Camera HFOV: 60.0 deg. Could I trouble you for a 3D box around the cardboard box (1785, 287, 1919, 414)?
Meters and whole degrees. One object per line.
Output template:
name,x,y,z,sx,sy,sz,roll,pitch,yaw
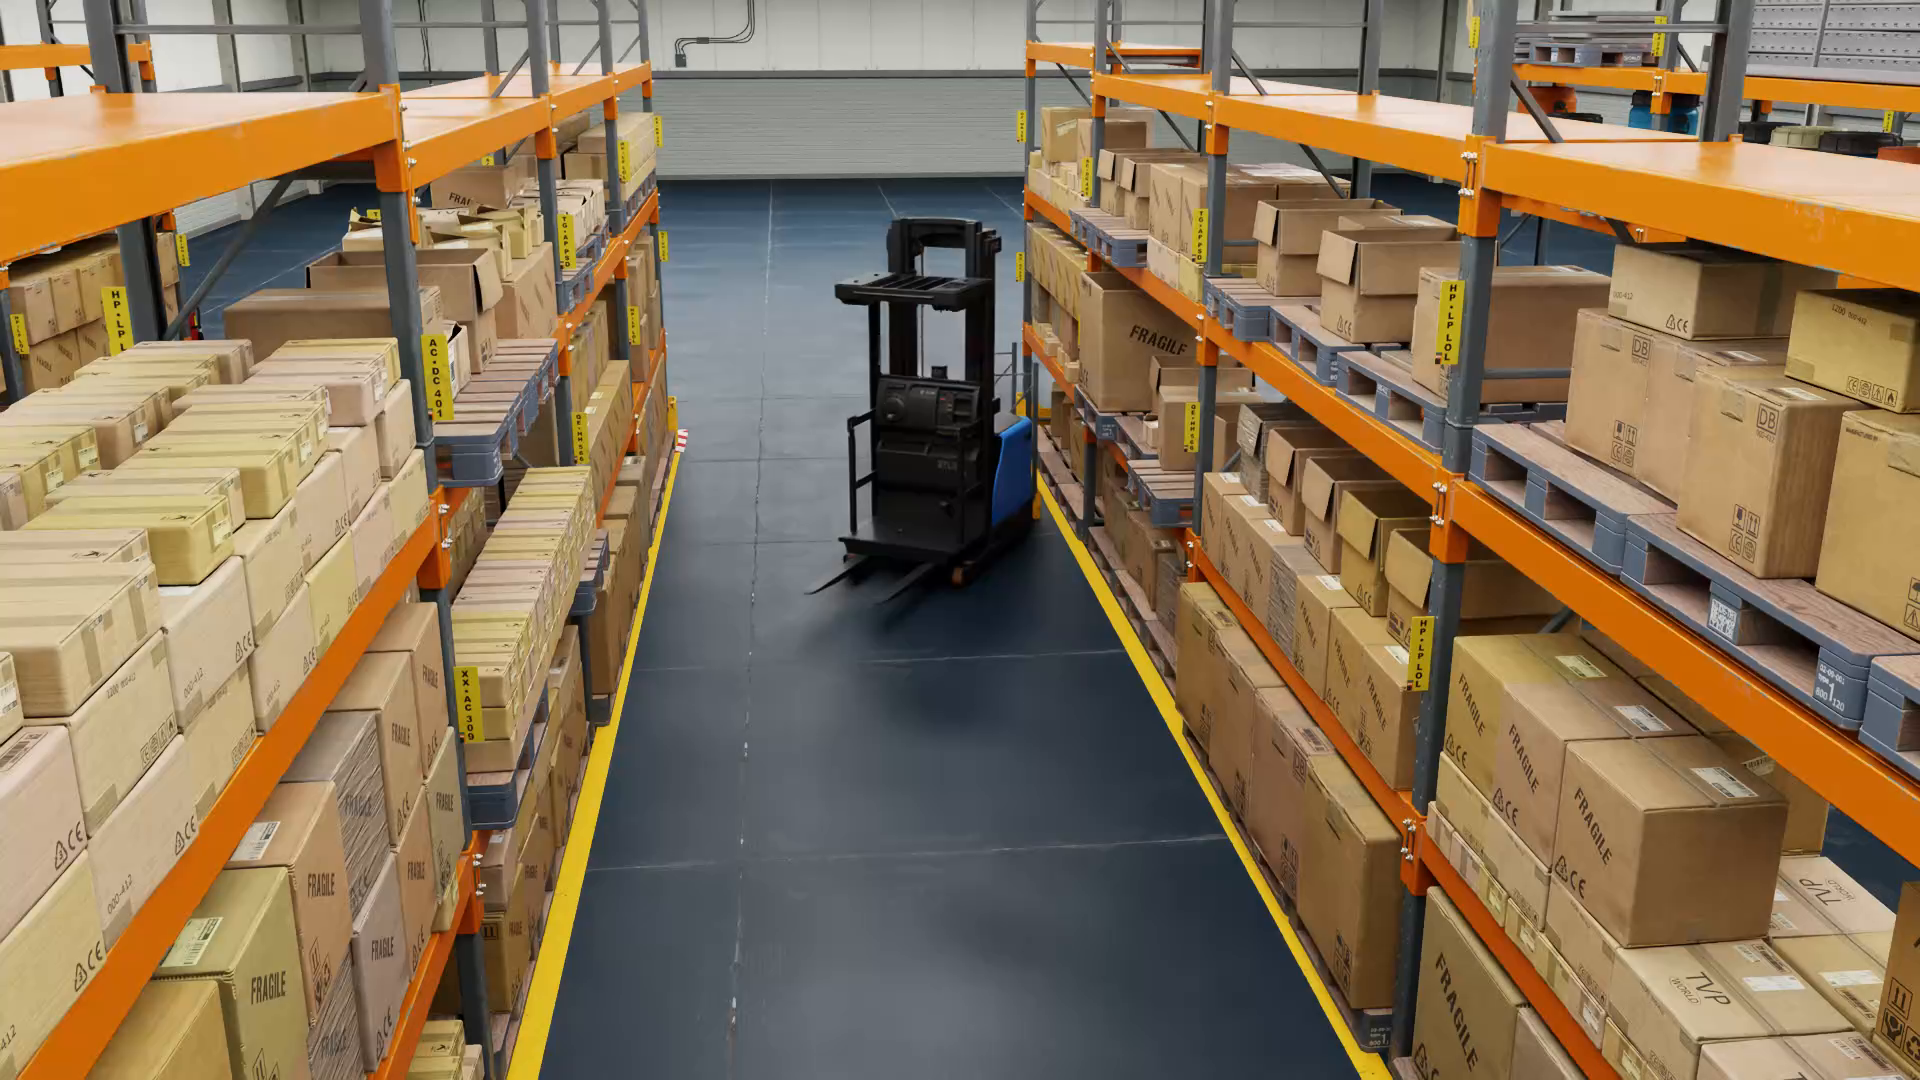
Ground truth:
cardboard box,2.657,-0.529,4.560,0.500,0.250,0.500,-2,18,-7

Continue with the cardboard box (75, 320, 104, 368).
cardboard box,-8.121,-1.740,15.047,0.500,0.500,0.500,-2,18,-6

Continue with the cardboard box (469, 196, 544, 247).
cardboard box,-2.613,-1.834,9.559,0.396,0.266,0.258,-2,18,-6

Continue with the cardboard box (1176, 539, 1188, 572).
cardboard box,1.867,0.043,12.220,0.500,0.250,0.500,0,17,1

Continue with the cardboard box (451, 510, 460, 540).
cardboard box,-2.981,-0.091,9.185,0.380,0.149,0.250,-3,18,-8

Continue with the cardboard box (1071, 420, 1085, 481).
cardboard box,1.408,-0.899,16.504,0.500,0.500,0.500,-3,18,-11

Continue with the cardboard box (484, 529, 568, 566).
cardboard box,-2.276,0.050,8.735,0.380,0.149,0.250,-1,17,-3

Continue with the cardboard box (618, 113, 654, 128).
cardboard box,-3.366,-4.336,17.193,0.380,0.149,0.250,-2,18,-5

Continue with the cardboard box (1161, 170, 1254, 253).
cardboard box,1.669,-2.230,11.263,0.500,0.500,0.500,-2,18,-6

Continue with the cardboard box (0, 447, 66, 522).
cardboard box,-2.584,-0.135,4.340,0.380,0.149,0.250,-2,18,-7

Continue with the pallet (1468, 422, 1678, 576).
pallet,2.517,-0.179,5.879,1.003,0.211,1.213,-2,18,-6

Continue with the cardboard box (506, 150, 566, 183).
cardboard box,-3.632,-3.183,14.185,0.500,0.250,0.500,-2,18,-6

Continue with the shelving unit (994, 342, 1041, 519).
shelving unit,0.397,-1.065,16.066,0.587,1.500,1.083,-3,18,-9

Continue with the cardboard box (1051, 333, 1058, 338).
cardboard box,1.133,-2.025,17.039,0.380,0.149,0.250,-2,18,-6

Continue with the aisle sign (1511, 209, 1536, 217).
aisle sign,6.420,-4.033,18.676,0.394,0.787,0.004,-2,18,-6

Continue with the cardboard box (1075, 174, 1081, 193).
cardboard box,1.248,-3.210,14.970,0.380,0.149,0.250,-3,18,-8

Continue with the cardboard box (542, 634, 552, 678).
cardboard box,-2.192,0.569,8.074,0.380,0.149,0.250,-3,18,-8

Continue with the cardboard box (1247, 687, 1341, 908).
cardboard box,2.264,1.323,8.801,1.225,0.875,0.875,-2,18,-8

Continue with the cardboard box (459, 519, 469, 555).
cardboard box,-3.003,-0.015,9.438,0.380,0.149,0.250,-2,18,-7

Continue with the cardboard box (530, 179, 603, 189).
cardboard box,-3.094,-2.697,13.133,0.500,0.250,0.500,-2,17,-5

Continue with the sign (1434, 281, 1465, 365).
sign,1.904,-0.842,6.456,0.100,0.325,0.005,-2,18,-6

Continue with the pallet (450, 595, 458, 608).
pallet,-2.669,0.577,8.651,1.003,0.211,1.213,-2,18,-6

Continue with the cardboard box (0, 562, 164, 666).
cardboard box,-1.883,0.157,3.412,0.380,0.149,0.250,-2,17,-5

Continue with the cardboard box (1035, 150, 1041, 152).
cardboard box,1.004,-4.070,17.710,0.380,0.149,0.250,-2,18,-6

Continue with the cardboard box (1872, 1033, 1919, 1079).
cardboard box,2.966,1.631,4.727,0.500,0.250,0.500,-2,18,-7

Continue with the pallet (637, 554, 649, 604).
pallet,-3.172,0.263,13.985,1.003,0.211,1.213,-2,18,-6

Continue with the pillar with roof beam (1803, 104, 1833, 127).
pillar with roof beam,11.399,-9.191,29.430,9.100,9.000,0.400,-2,18,-6

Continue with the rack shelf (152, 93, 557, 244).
rack shelf,-2.707,-1.835,7.868,1.077,0.370,4.000,-2,18,-6

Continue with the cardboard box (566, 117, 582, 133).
cardboard box,-3.944,-4.090,16.411,0.380,0.149,0.250,-2,17,-5

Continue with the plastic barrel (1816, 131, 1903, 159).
plastic barrel,6.948,-2.706,12.945,0.600,0.901,0.708,-2,18,-6

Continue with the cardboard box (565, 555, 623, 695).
cardboard box,-2.887,0.586,11.357,1.050,0.750,0.750,-2,18,-6

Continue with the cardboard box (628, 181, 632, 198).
cardboard box,-3.054,-3.050,14.428,0.380,0.149,0.250,-2,18,-5

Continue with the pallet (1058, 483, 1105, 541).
pallet,1.513,-0.286,15.736,1.003,0.211,1.213,-2,18,-6

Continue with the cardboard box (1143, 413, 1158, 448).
cardboard box,1.590,-0.851,12.402,0.396,0.266,0.258,-2,18,-7

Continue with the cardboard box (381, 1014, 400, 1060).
cardboard box,-2.076,1.599,5.495,0.380,0.149,0.250,-3,18,-8

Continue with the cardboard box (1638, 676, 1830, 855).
cardboard box,2.804,0.816,6.073,0.500,0.500,0.500,-2,18,-5

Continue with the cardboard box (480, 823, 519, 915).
cardboard box,-2.314,1.495,7.627,0.500,0.250,0.500,-3,18,-8

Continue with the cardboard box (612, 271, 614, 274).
cardboard box,-3.502,-2.153,14.972,0.875,0.550,0.550,-2,18,-6

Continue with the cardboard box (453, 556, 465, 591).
cardboard box,-2.983,0.197,9.260,0.380,0.149,0.250,-1,17,-3

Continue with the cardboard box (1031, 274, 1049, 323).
cardboard box,1.235,-2.634,17.897,0.875,0.500,0.500,-2,18,-6

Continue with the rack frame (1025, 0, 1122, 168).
rack frame,1.205,-5.472,17.582,1.000,3.000,0.127,-2,18,-6

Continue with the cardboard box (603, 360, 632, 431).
cardboard box,-3.006,-1.195,13.809,0.500,0.500,0.500,-2,18,-6

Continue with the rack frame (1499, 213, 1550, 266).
rack frame,6.132,-2.762,18.968,1.000,3.000,0.127,-2,18,-6

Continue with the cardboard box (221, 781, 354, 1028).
cardboard box,-2.017,1.015,4.605,0.500,0.500,0.500,-2,18,-7

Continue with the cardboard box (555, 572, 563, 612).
cardboard box,-2.247,0.269,8.534,0.380,0.149,0.250,-2,18,-7

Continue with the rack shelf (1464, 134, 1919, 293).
rack shelf,2.649,-0.767,4.464,1.077,0.370,4.000,-2,18,-6

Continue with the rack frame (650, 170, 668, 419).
rack frame,-3.739,-2.486,18.089,1.000,3.000,0.127,-2,18,-6

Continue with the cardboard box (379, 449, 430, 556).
cardboard box,-2.182,-0.133,5.835,0.500,0.250,0.500,-1,17,-4

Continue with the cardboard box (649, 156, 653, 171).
cardboard box,-3.315,-3.805,16.834,0.380,0.149,0.250,-2,17,-5

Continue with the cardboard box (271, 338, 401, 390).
cardboard box,-2.196,-0.615,5.869,0.380,0.149,0.250,-3,18,-8

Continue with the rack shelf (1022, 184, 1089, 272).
rack shelf,1.412,-3.101,16.241,1.077,0.370,4.000,-2,18,-6

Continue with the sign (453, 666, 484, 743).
sign,-1.962,0.657,6.632,0.100,0.325,0.005,-2,18,-6

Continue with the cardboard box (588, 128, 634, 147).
cardboard box,-3.105,-3.580,14.786,0.380,0.149,0.250,-2,18,-7

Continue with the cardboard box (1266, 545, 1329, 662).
cardboard box,1.971,0.335,8.936,0.500,0.500,0.500,-2,18,-5

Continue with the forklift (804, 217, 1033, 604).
forklift,-0.352,-1.151,13.951,1.130,2.935,3.031,7,19,21
